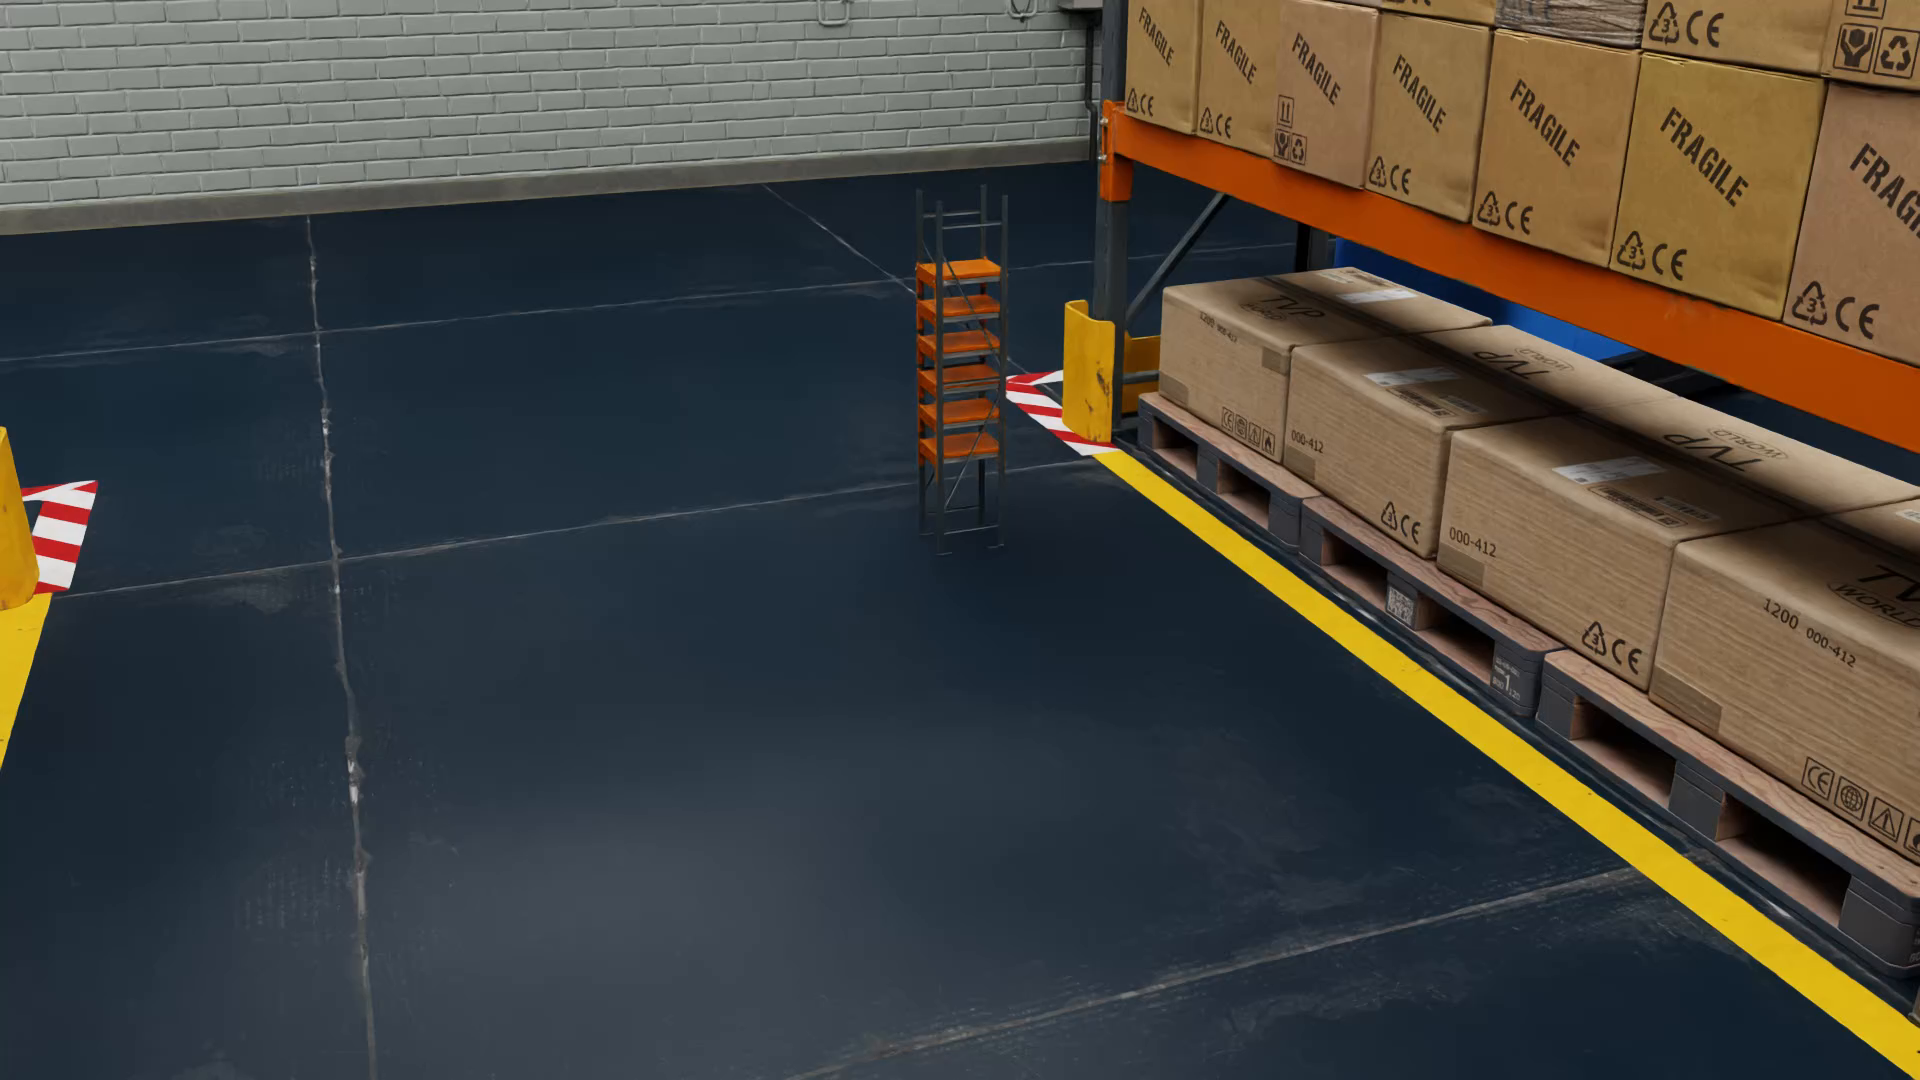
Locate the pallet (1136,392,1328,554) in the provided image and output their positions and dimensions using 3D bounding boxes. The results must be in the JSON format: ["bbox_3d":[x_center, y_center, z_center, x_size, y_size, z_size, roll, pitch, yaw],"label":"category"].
[{"bbox_3d":[1.377,-0.332,6.266,1.003,0.211,1.213,-8,24,-19],"label":"pallet"}]

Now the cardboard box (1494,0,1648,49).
[{"bbox_3d":[1.649,-1.453,3.919,0.500,0.500,0.500,-8,24,-18],"label":"cardboard box"}]

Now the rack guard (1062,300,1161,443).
[{"bbox_3d":[1.013,-0.753,6.894,1.175,0.500,0.348,-8,24,-19],"label":"rack guard"}]

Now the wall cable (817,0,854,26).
[{"bbox_3d":[-0.993,-4.425,11.038,0.585,1.953,0.123,-8,24,-19],"label":"wall cable"}]

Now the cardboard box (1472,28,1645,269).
[{"bbox_3d":[1.653,-0.990,4.107,0.500,0.500,0.500,-9,24,-20],"label":"cardboard box"}]

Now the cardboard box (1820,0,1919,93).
[{"bbox_3d":[2.009,-1.084,3.043,0.500,0.500,0.500,-9,24,-19],"label":"cardboard box"}]

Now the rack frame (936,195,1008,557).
[{"bbox_3d":[0.037,-0.514,5.426,0.240,1.200,0.006,-8,24,-19],"label":"rack frame"}]

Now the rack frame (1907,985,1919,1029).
[{"bbox_3d":[2.434,-0.443,2.939,1.000,3.000,0.127,-8,24,-19],"label":"rack frame"}]

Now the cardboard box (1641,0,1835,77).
[{"bbox_3d":[1.838,-1.269,3.483,0.500,0.500,0.500,-9,24,-20],"label":"cardboard box"}]

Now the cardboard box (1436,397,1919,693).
[{"bbox_3d":[1.996,-0.024,4.703,0.875,0.438,0.875,-9,25,-21],"label":"cardboard box"}]

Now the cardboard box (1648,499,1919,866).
[{"bbox_3d":[2.313,0.301,3.932,0.875,0.438,0.875,-9,24,-20],"label":"cardboard box"}]

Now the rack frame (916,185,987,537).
[{"bbox_3d":[-0.027,-0.581,5.583,0.240,1.200,0.006,-8,24,-19],"label":"rack frame"}]

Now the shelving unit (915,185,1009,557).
[{"bbox_3d":[0.005,-0.548,5.504,0.258,1.200,0.189,-8,24,-19],"label":"shelving unit"}]

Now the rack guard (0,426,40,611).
[{"bbox_3d":[-3.547,-0.001,5.109,1.175,0.500,0.348,-8,24,-19],"label":"rack guard"}]

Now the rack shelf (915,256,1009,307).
[{"bbox_3d":[0.005,-0.838,5.382,0.258,0.103,0.180,-8,24,-19],"label":"rack shelf"}]

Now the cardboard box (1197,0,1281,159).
[{"bbox_3d":[1.127,-1.549,5.434,0.500,0.500,0.500,-9,24,-20],"label":"cardboard box"}]

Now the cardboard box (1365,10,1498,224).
[{"bbox_3d":[1.482,-1.182,4.563,0.500,0.500,0.500,-8,24,-17],"label":"cardboard box"}]

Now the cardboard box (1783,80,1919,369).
[{"bbox_3d":[2.031,-0.623,3.237,0.500,0.500,0.500,-8,24,-19],"label":"cardboard box"}]

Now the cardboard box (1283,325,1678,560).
[{"bbox_3d":[1.679,-0.352,5.481,0.875,0.438,0.875,-8,24,-18],"label":"cardboard box"}]

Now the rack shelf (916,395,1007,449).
[{"bbox_3d":[0.005,-0.396,5.568,0.258,0.103,0.180,-8,24,-19],"label":"rack shelf"}]

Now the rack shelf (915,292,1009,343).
[{"bbox_3d":[0.005,-0.728,5.429,0.258,0.103,0.180,-8,24,-19],"label":"rack shelf"}]

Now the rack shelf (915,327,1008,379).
[{"bbox_3d":[0.005,-0.617,5.475,0.258,0.103,0.180,-8,24,-19],"label":"rack shelf"}]

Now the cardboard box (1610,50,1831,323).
[{"bbox_3d":[1.844,-0.809,3.678,0.500,0.500,0.500,-9,24,-20],"label":"cardboard box"}]

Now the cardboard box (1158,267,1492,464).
[{"bbox_3d":[1.348,-0.683,6.267,0.875,0.438,0.875,-9,25,-21],"label":"cardboard box"}]

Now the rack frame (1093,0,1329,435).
[{"bbox_3d":[1.021,-1.897,6.388,1.000,3.000,0.127,-8,24,-19],"label":"rack frame"}]

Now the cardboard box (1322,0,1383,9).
[{"bbox_3d":[1.302,-1.817,4.783,0.500,0.500,0.500,-9,24,-19],"label":"cardboard box"}]

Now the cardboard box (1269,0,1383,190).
[{"bbox_3d":[1.290,-1.362,4.990,0.500,0.500,0.500,-8,24,-19],"label":"cardboard box"}]

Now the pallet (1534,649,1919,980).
[{"bbox_3d":[2.239,0.555,4.162,1.003,0.211,1.213,-8,24,-19],"label":"pallet"}]

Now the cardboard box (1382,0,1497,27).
[{"bbox_3d":[1.480,-1.636,4.354,0.500,0.500,0.500,-8,24,-19],"label":"cardboard box"}]

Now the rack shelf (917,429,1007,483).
[{"bbox_3d":[0.005,-0.286,5.615,0.258,0.103,0.180,-8,24,-19],"label":"rack shelf"}]

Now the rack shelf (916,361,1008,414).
[{"bbox_3d":[0.005,-0.507,5.522,0.258,0.103,0.180,-8,24,-19],"label":"rack shelf"}]

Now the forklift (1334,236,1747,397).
[{"bbox_3d":[3.076,-2.157,7.094,3.031,2.935,1.130,-15,27,-31],"label":"forklift"}]

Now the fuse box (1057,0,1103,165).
[{"bbox_3d":[1.024,-3.584,12.050,0.539,1.711,0.414,-8,24,-19],"label":"fuse box"}]

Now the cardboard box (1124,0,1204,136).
[{"bbox_3d":[0.922,-1.729,5.861,0.500,0.500,0.500,-9,24,-19],"label":"cardboard box"}]

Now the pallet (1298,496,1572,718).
[{"bbox_3d":[1.804,0.111,5.216,1.003,0.211,1.213,-8,24,-19],"label":"pallet"}]

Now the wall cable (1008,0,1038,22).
[{"bbox_3d":[0.330,-4.609,11.516,0.588,1.984,0.122,-8,24,-19],"label":"wall cable"}]

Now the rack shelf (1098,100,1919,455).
[{"bbox_3d":[1.728,-0.838,4.803,1.077,0.370,4.000,-8,24,-19],"label":"rack shelf"}]
